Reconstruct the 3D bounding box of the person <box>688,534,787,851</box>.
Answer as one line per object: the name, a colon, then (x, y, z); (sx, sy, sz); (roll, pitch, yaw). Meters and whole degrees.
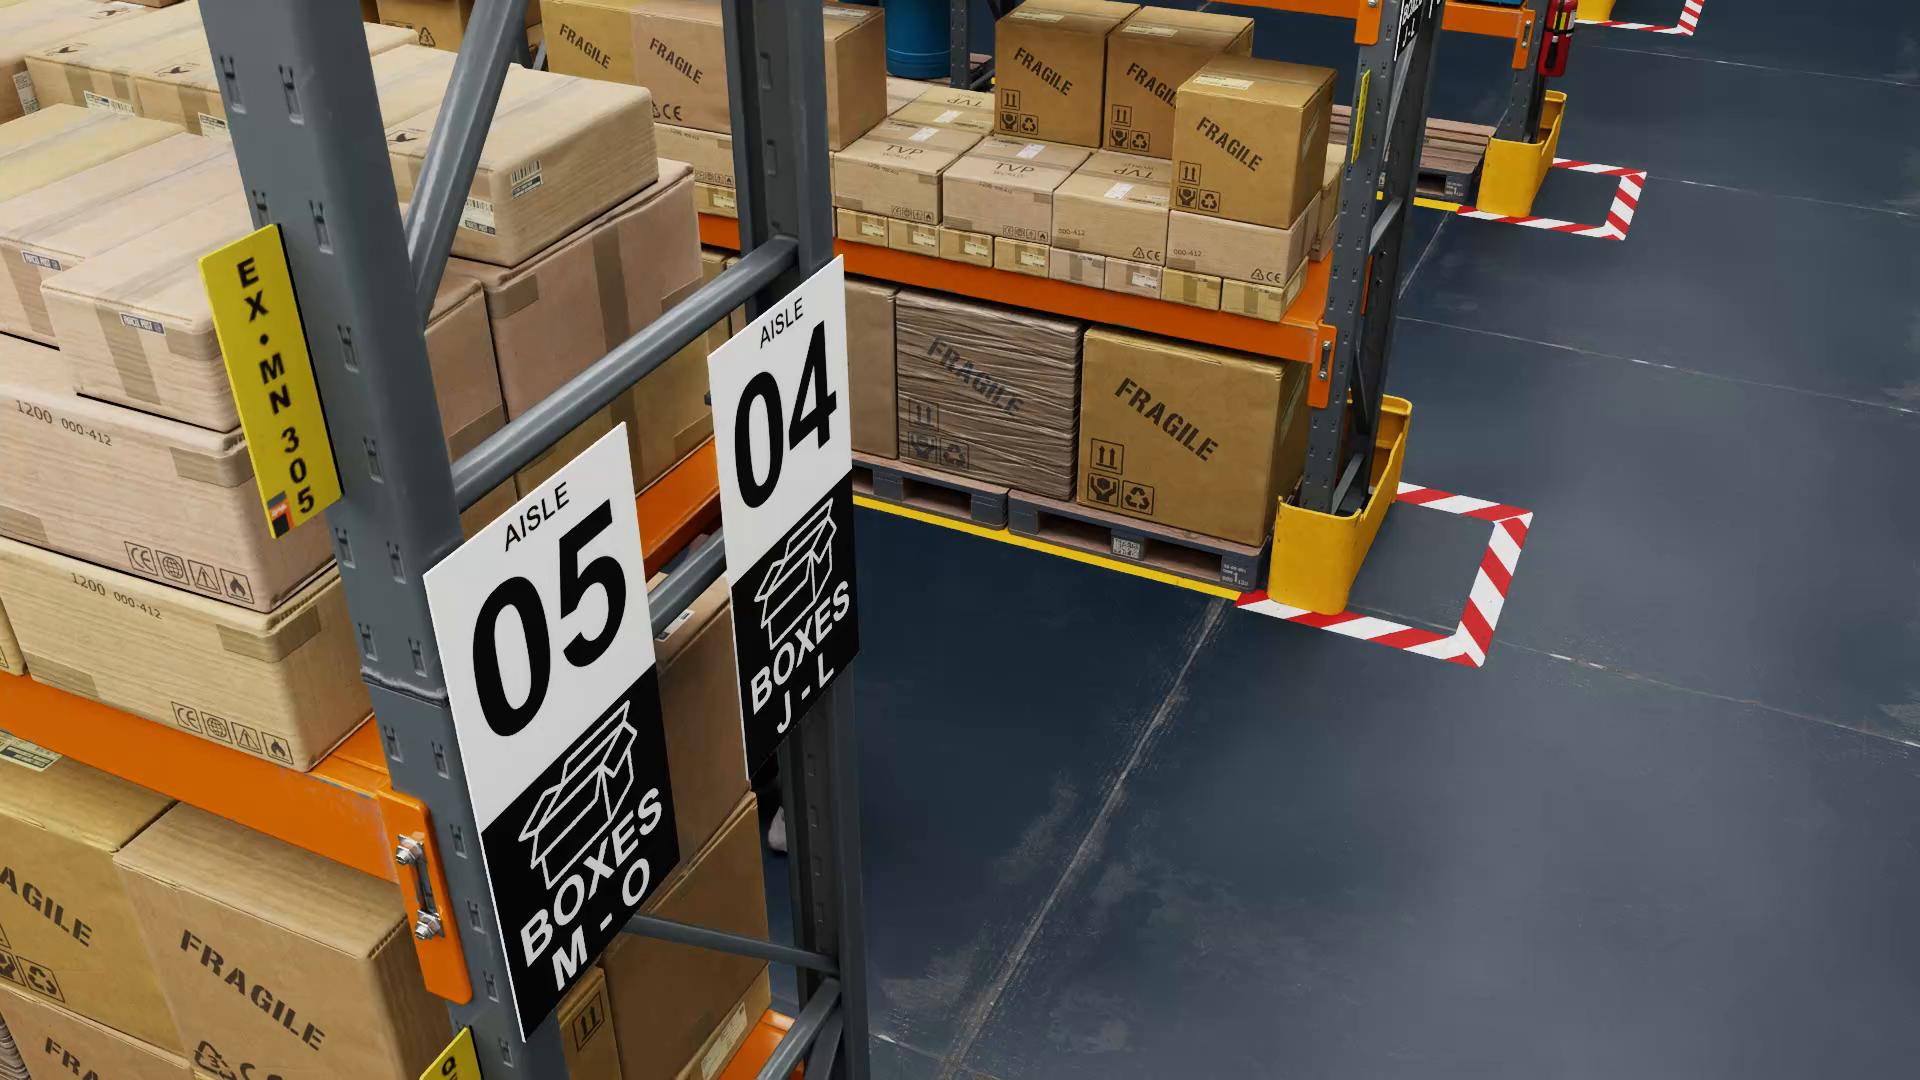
person: (-0.699, 0.293, 5.712); (0.514, 1.769, 0.563); (14, 36, 21)
